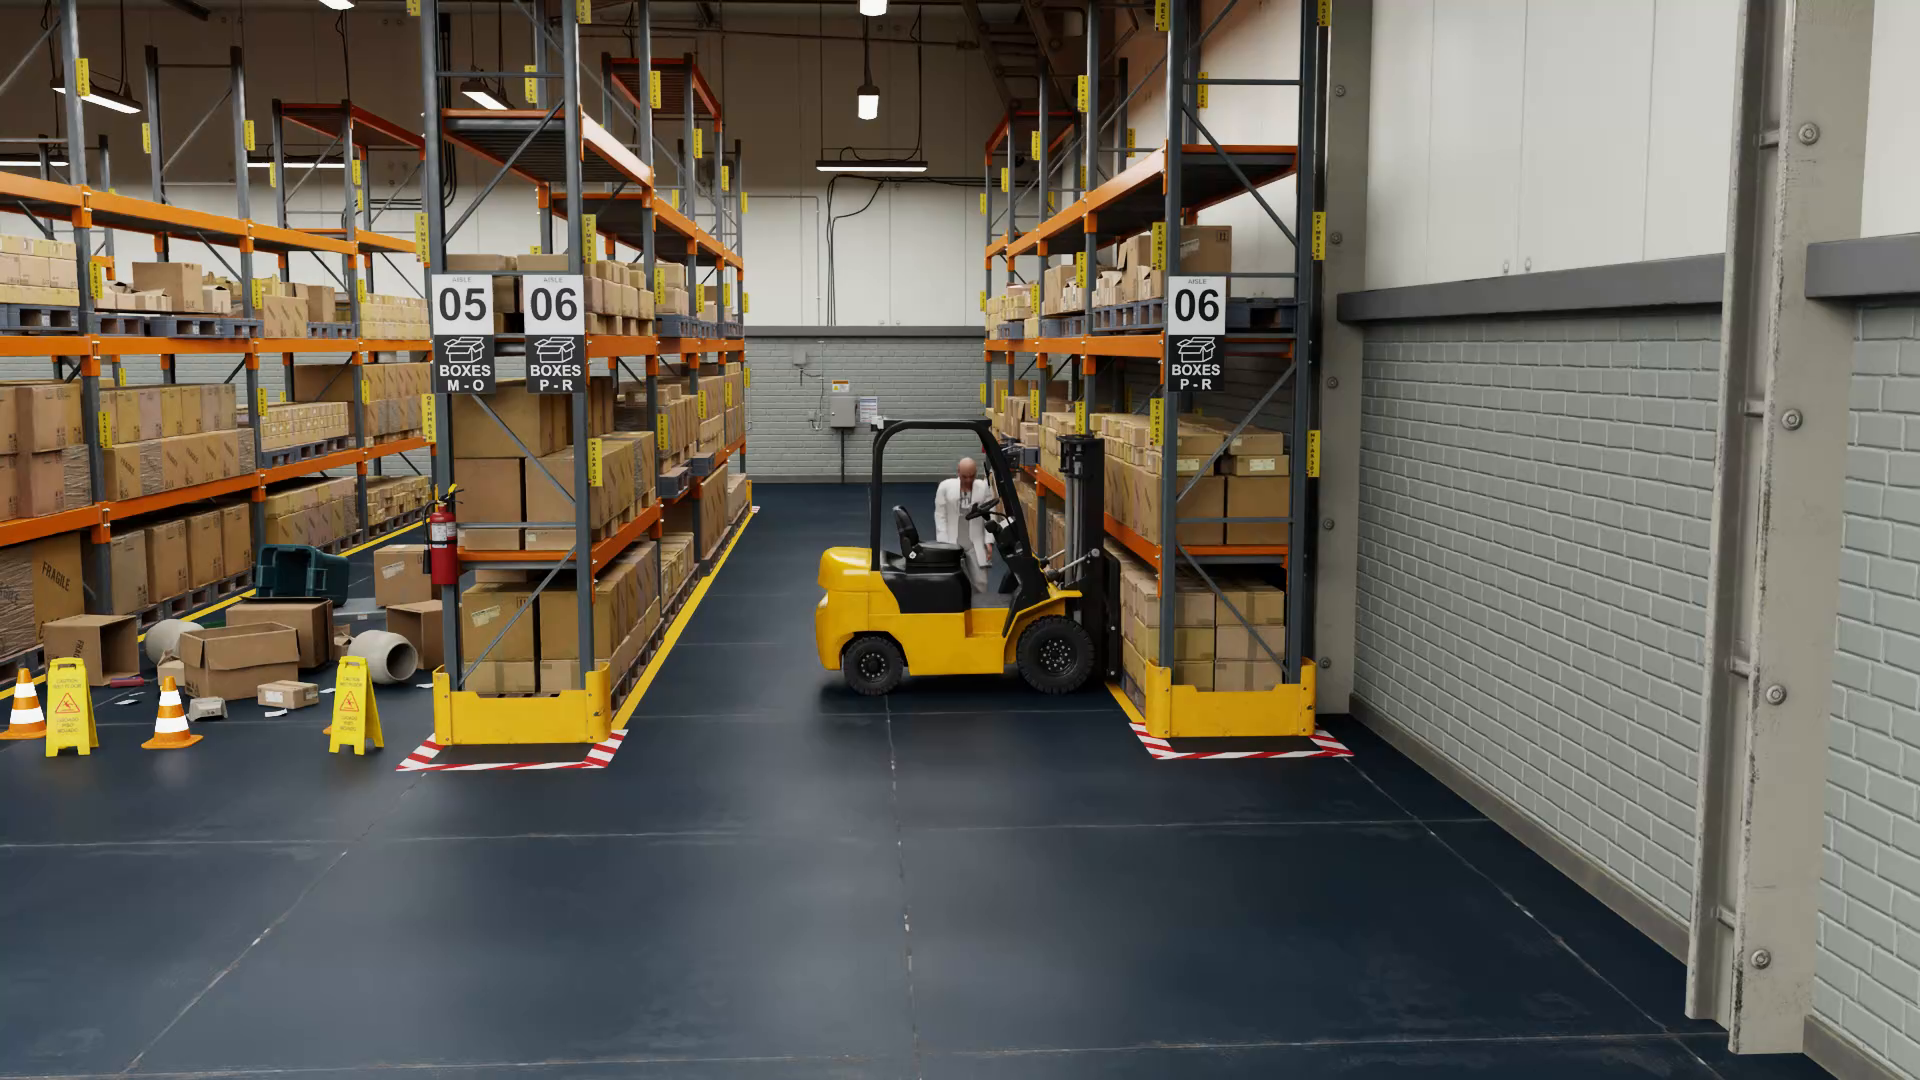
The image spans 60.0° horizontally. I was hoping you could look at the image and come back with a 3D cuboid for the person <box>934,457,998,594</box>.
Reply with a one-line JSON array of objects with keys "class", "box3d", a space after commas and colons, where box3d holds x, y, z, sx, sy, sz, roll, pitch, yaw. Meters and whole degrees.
[{"class": "person", "box3d": [0.056, 0.071, 15.605, 0.599, 1.693, 0.459, 0, 7, -2]}]
